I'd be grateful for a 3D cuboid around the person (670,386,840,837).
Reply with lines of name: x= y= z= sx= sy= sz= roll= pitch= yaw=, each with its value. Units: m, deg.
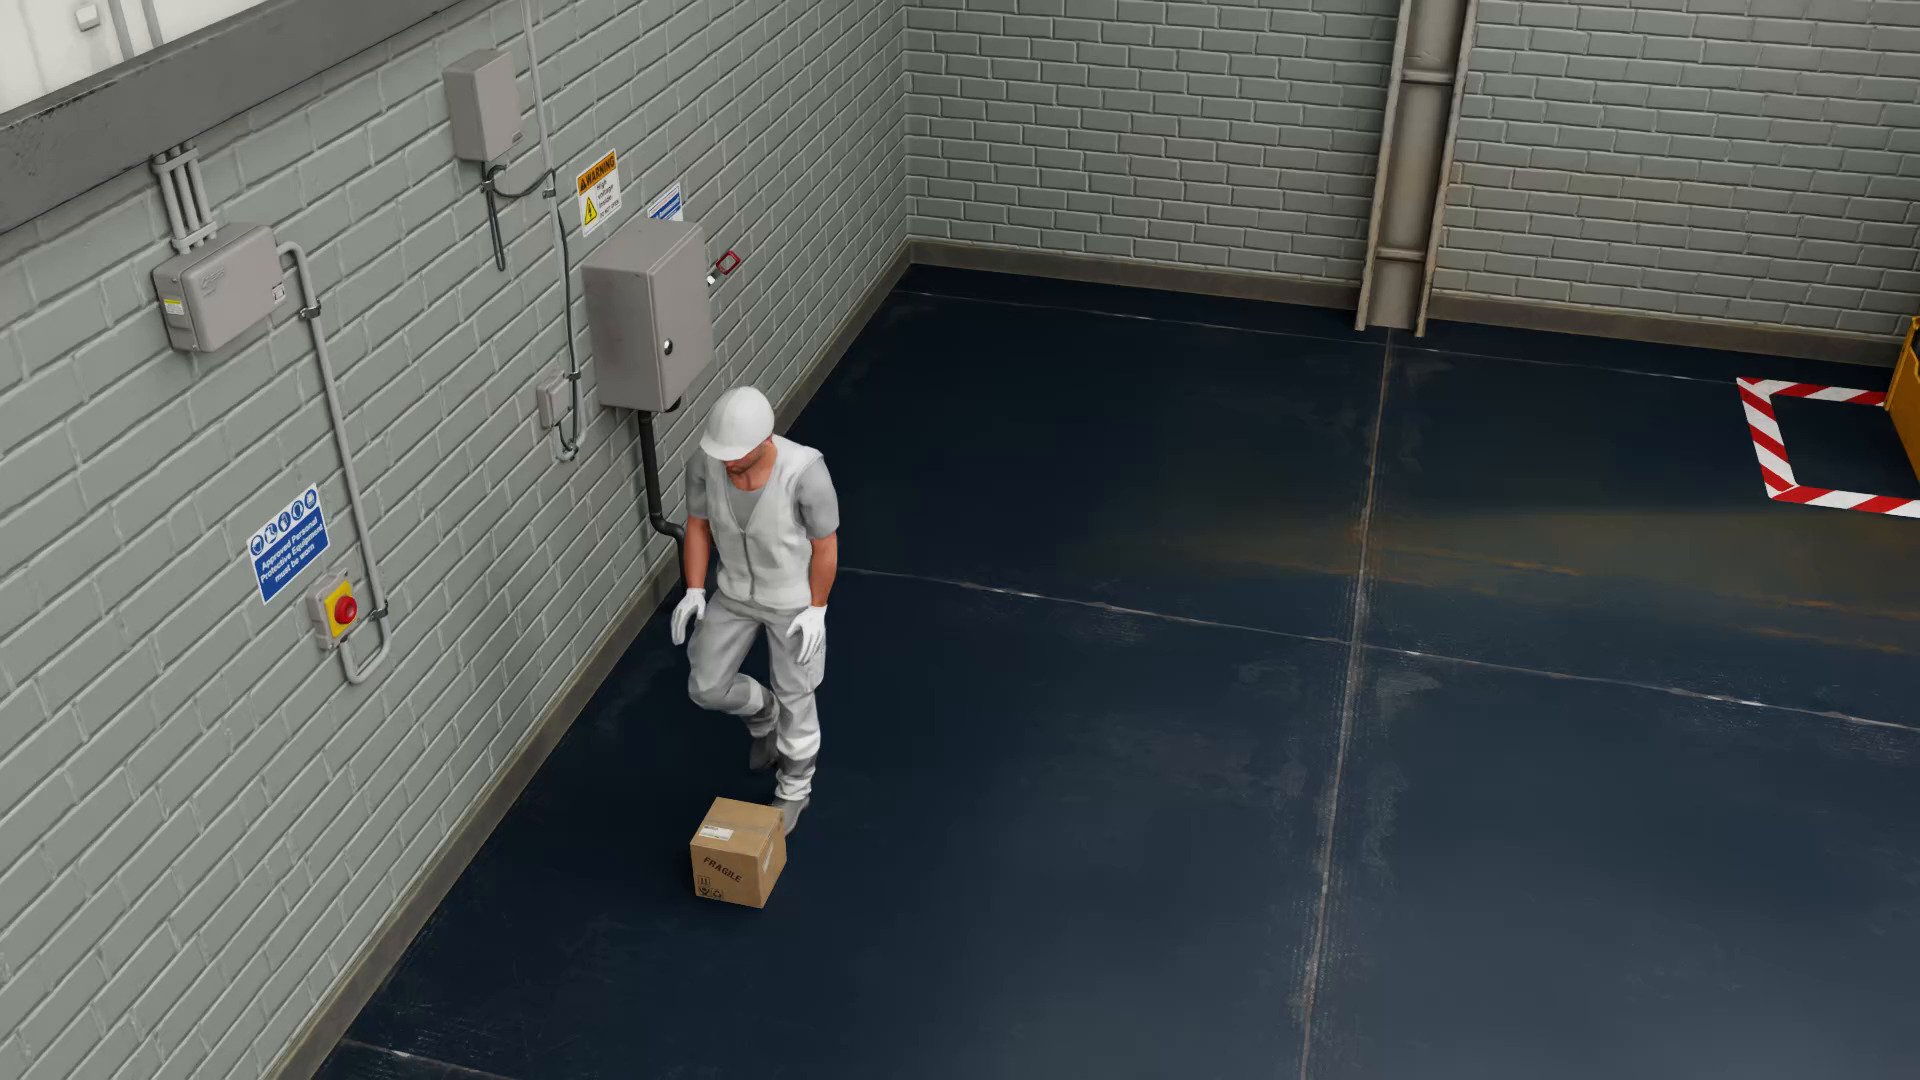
person: x=-0.688 y=0.237 z=5.742 sx=0.544 sy=1.775 sz=0.589 roll=12 pitch=34 yaw=18
